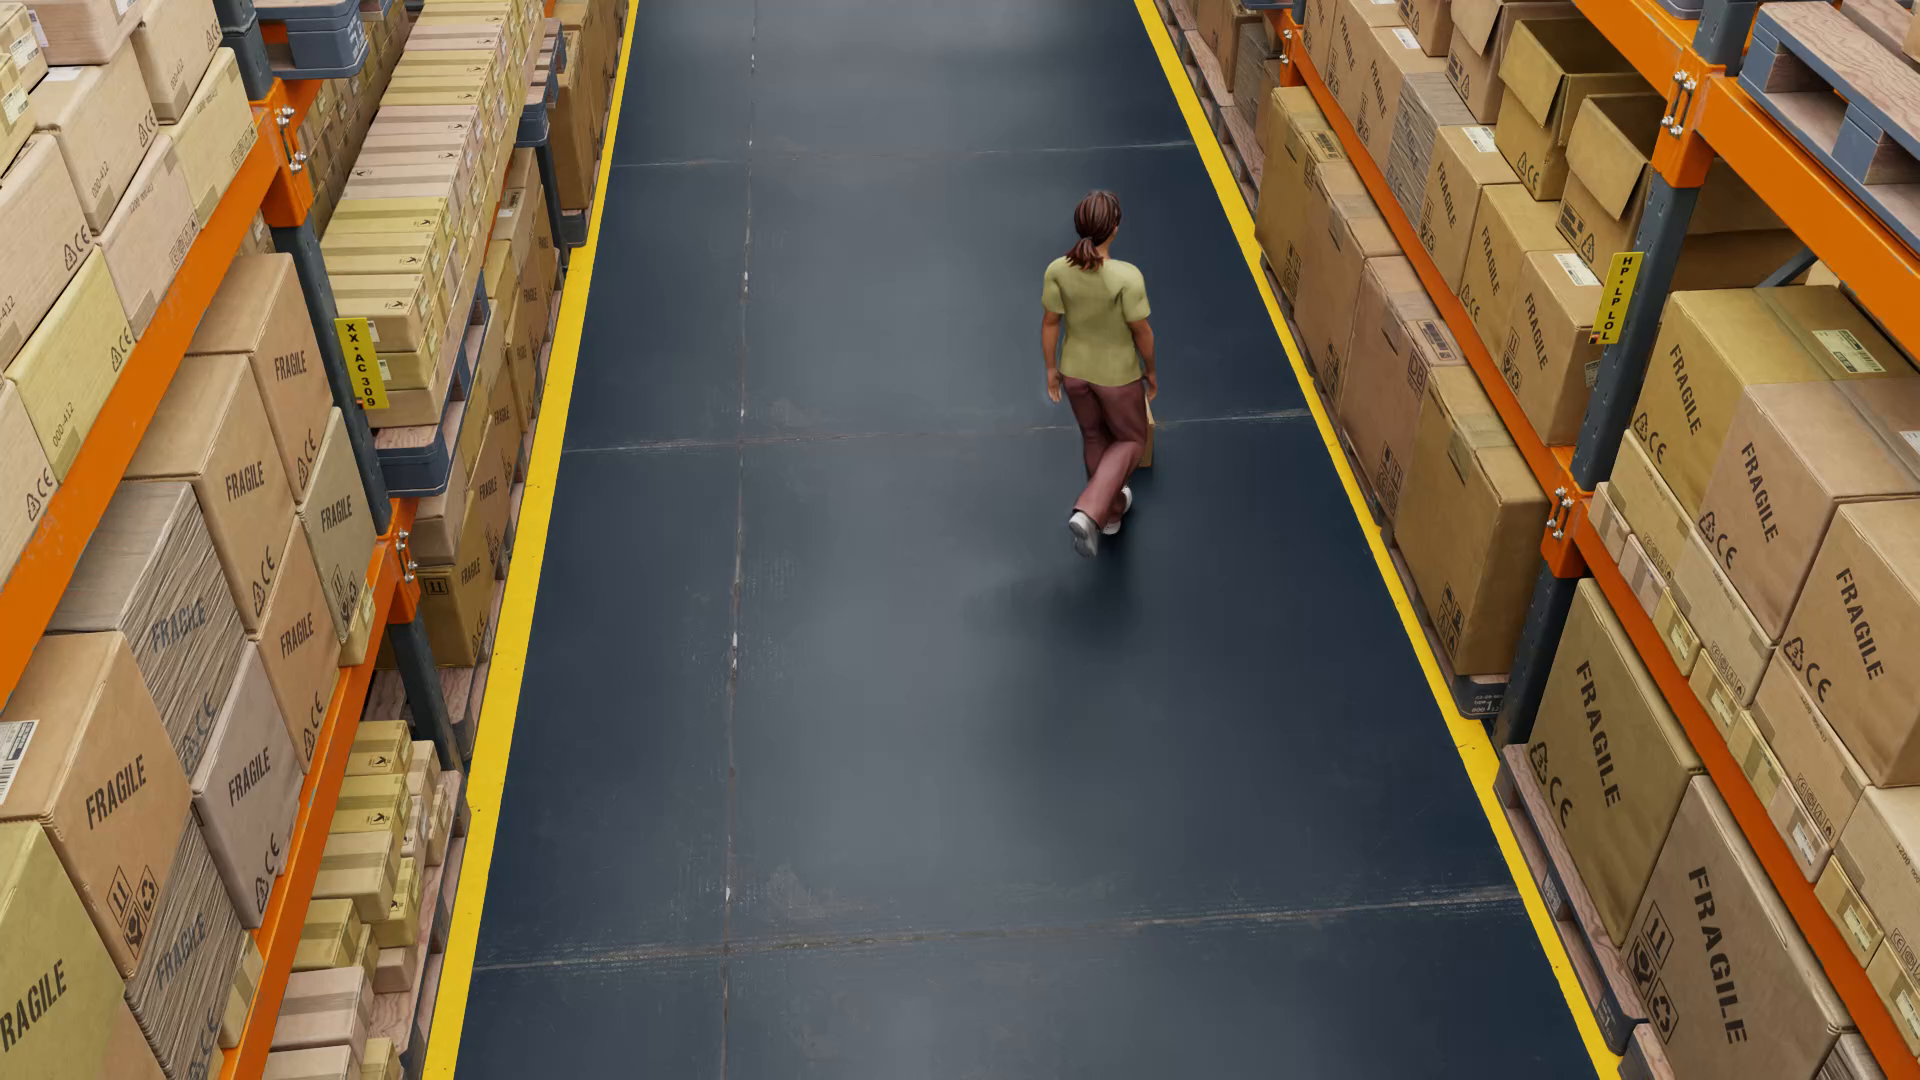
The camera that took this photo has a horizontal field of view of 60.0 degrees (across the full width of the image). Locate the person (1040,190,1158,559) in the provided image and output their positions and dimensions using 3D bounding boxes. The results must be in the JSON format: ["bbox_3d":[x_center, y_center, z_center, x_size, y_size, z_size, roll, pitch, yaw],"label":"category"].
[{"bbox_3d":[0.558,-0.666,6.958,0.488,1.658,0.678,18,43,21],"label":"person"}]
